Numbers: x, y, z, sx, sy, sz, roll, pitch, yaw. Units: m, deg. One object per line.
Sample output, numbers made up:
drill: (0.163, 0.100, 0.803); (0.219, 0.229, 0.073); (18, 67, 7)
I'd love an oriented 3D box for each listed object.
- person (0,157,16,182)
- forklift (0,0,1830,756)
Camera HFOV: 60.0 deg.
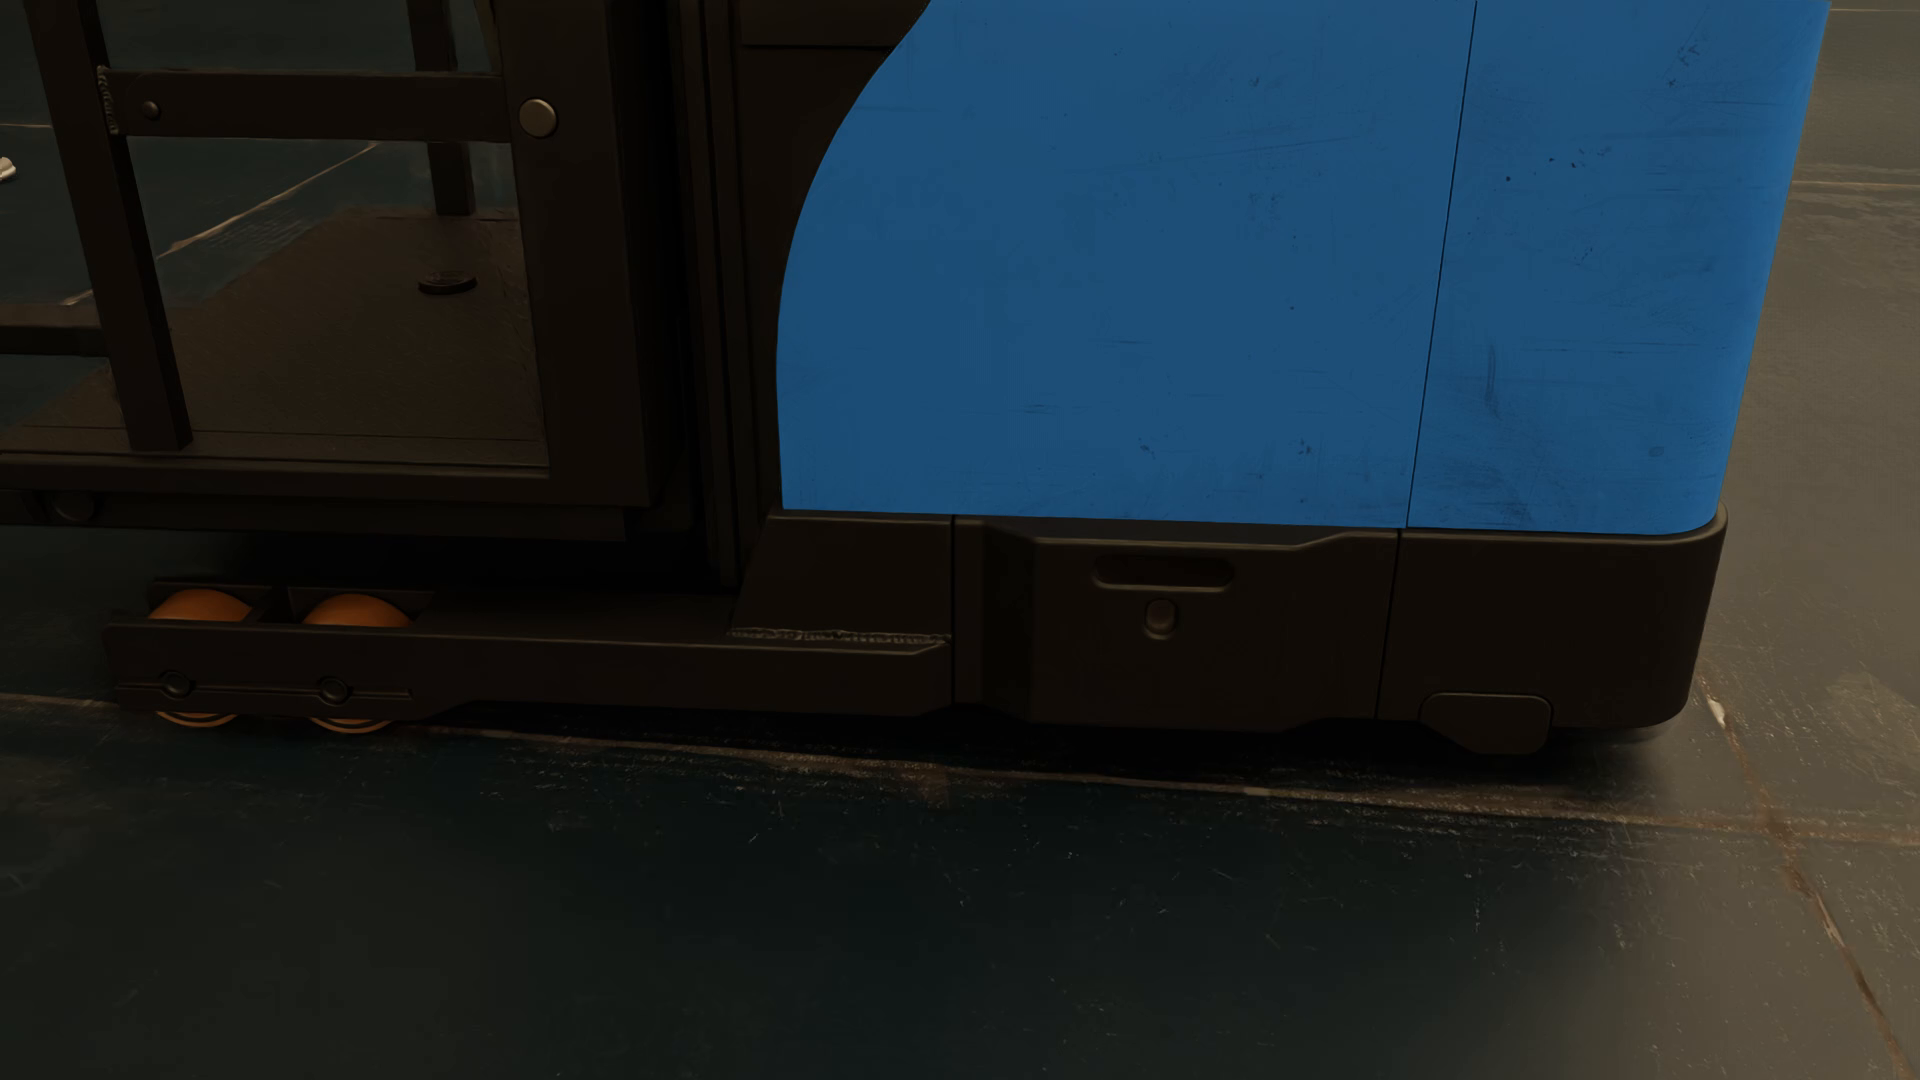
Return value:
person: (-2.769, -1.632, 4.026); (0.719, 1.620, 0.589); (15, 30, 27)
forklift: (-0.616, -1.309, 1.840); (3.031, 2.935, 1.130); (2, 27, 4)
